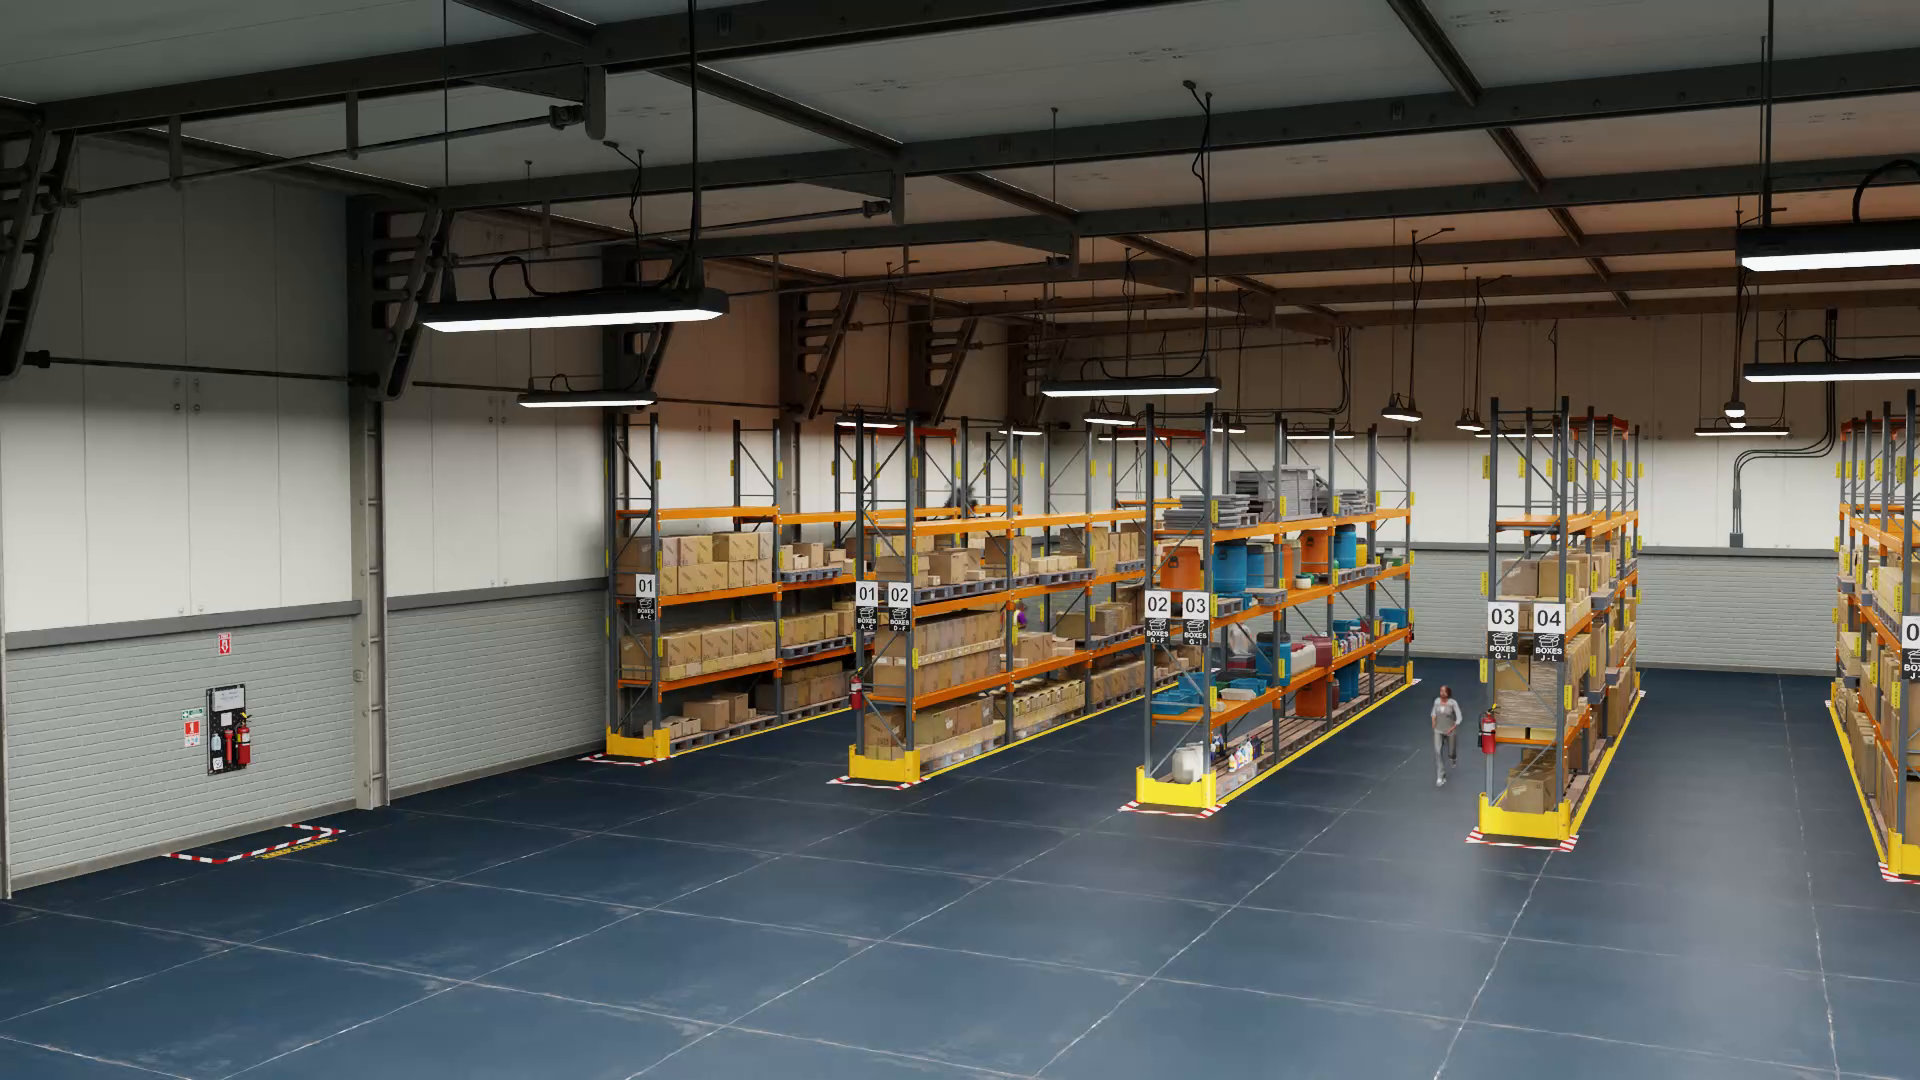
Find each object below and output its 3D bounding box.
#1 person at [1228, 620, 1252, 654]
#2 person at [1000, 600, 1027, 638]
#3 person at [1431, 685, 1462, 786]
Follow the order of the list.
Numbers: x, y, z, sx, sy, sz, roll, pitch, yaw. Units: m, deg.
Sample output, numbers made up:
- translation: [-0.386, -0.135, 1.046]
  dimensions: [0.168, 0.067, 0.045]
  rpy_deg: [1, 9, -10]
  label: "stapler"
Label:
- translation: [6.477, 2.551, 38.518]
  dimensions: [0.578, 1.653, 0.814]
  rpy_deg: [1, 2, 15]
  label: "person"
- translation: [1.186, 2.238, 38.288]
  dimensions: [0.698, 1.807, 0.816]
  rpy_deg: [1, 3, 18]
  label: "person"
- translation: [7.806, 3.115, 26.720]
  dimensions: [0.519, 1.579, 0.929]
  rpy_deg: [1, 3, 25]
  label: "person"
